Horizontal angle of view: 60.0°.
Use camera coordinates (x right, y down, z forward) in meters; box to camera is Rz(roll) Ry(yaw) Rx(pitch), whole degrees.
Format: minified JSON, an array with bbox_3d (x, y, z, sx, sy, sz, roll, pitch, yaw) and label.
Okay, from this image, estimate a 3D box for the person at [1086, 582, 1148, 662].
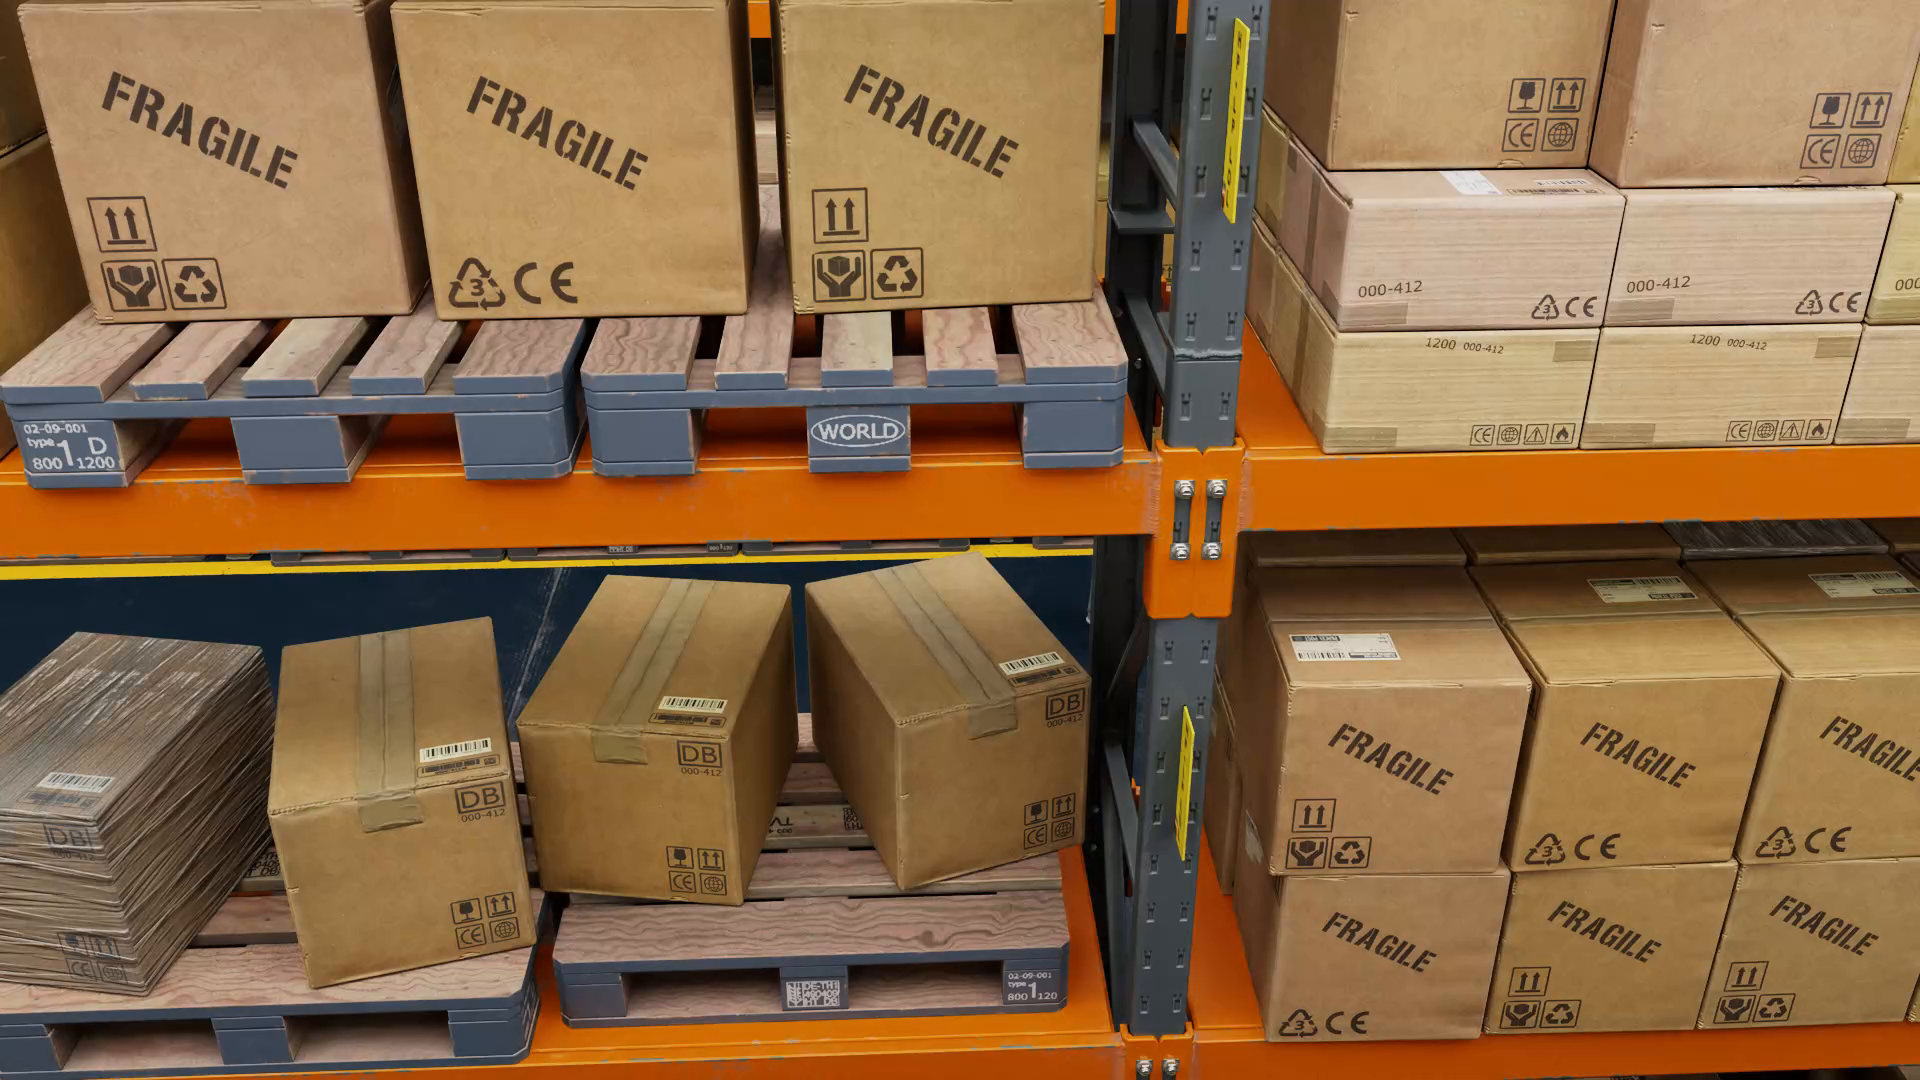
[{"bbox_3d":[0.750,-0.278,7.645,0.391,1.664,0.532,-3,28,-5],"label":"person"}]
